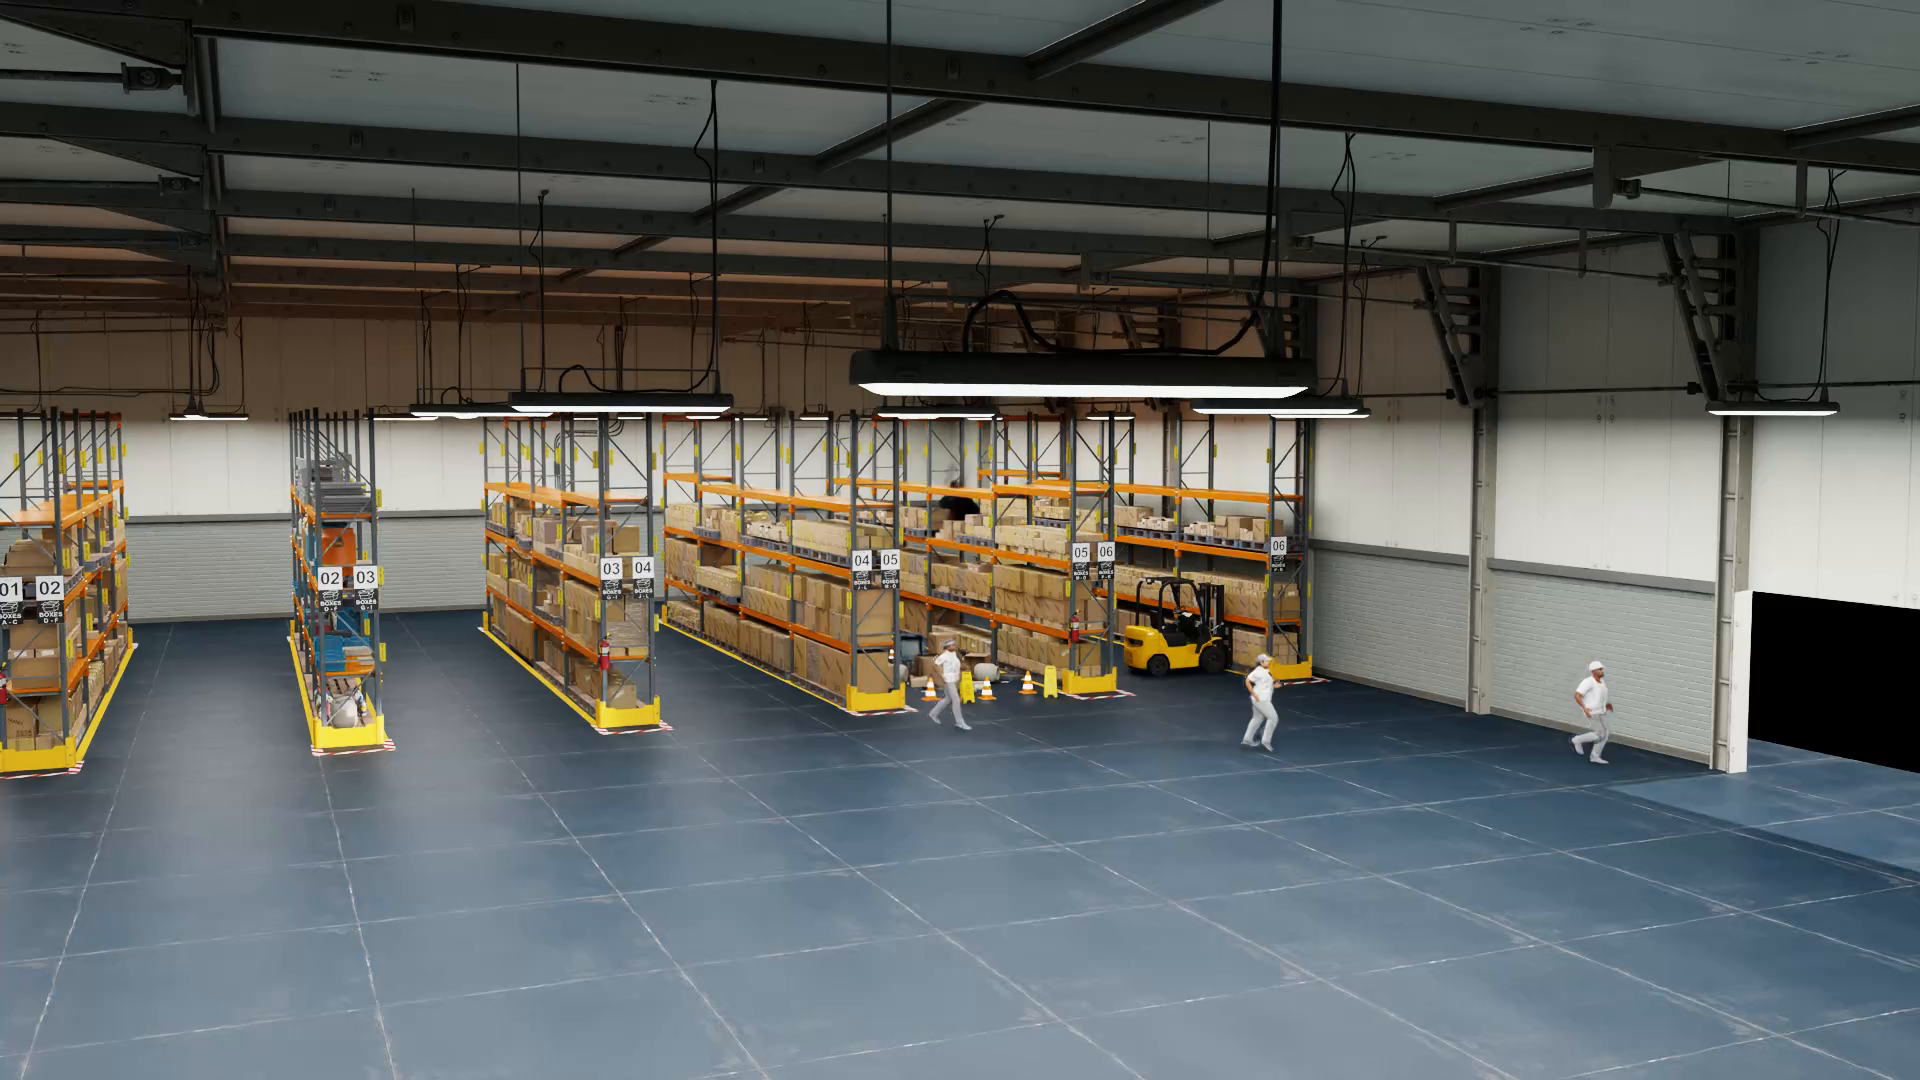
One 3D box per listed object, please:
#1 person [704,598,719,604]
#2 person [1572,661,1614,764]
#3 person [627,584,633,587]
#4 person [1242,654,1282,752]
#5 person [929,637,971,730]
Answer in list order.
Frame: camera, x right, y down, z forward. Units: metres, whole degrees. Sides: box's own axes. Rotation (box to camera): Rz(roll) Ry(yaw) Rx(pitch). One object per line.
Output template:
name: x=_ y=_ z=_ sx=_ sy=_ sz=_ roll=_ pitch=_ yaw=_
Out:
person: x=-7.430 y=1.365 z=49.628 sx=0.790 sy=1.838 sz=0.661 roll=-2 pitch=5 yaw=-28
person: x=10.696 y=2.904 z=28.108 sx=0.722 sy=1.728 sz=0.603 roll=-3 pitch=5 yaw=-39
person: x=-9.388 y=1.583 z=46.801 sx=0.694 sy=1.766 sz=0.922 roll=-1 pitch=4 yaw=-14
person: x=5.302 y=2.855 z=29.182 sx=0.679 sy=1.713 sz=0.589 roll=1 pitch=4 yaw=14
person: x=-0.196 y=2.673 z=31.190 sx=0.918 sy=1.698 sz=0.577 roll=2 pitch=4 yaw=23
